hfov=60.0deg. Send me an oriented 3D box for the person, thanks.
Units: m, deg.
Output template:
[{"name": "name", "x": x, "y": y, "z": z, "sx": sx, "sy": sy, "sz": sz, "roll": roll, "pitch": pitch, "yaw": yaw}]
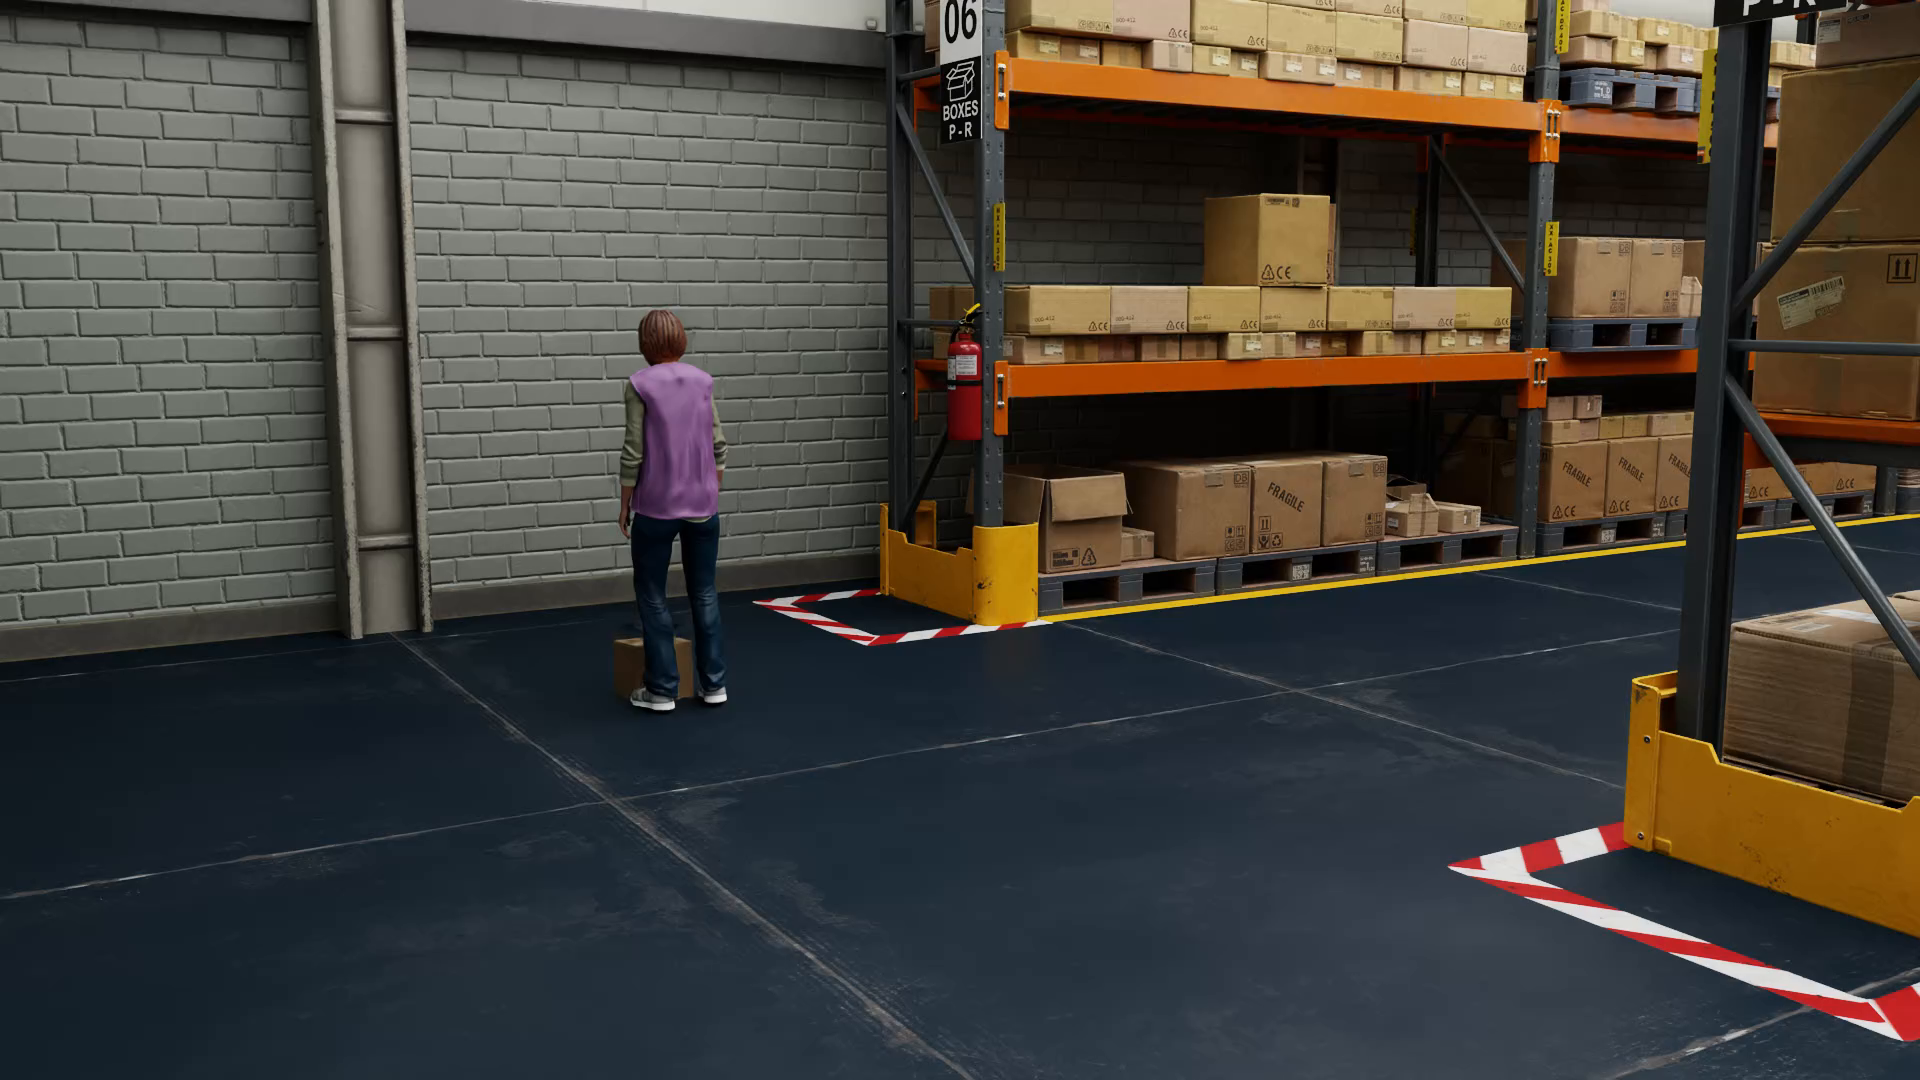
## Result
[{"name": "person", "x": -1.142, "y": -0.113, "z": 6.638, "sx": 0.460, "sy": 1.593, "sz": 0.342, "roll": -5, "pitch": 10, "yaw": -33}]
